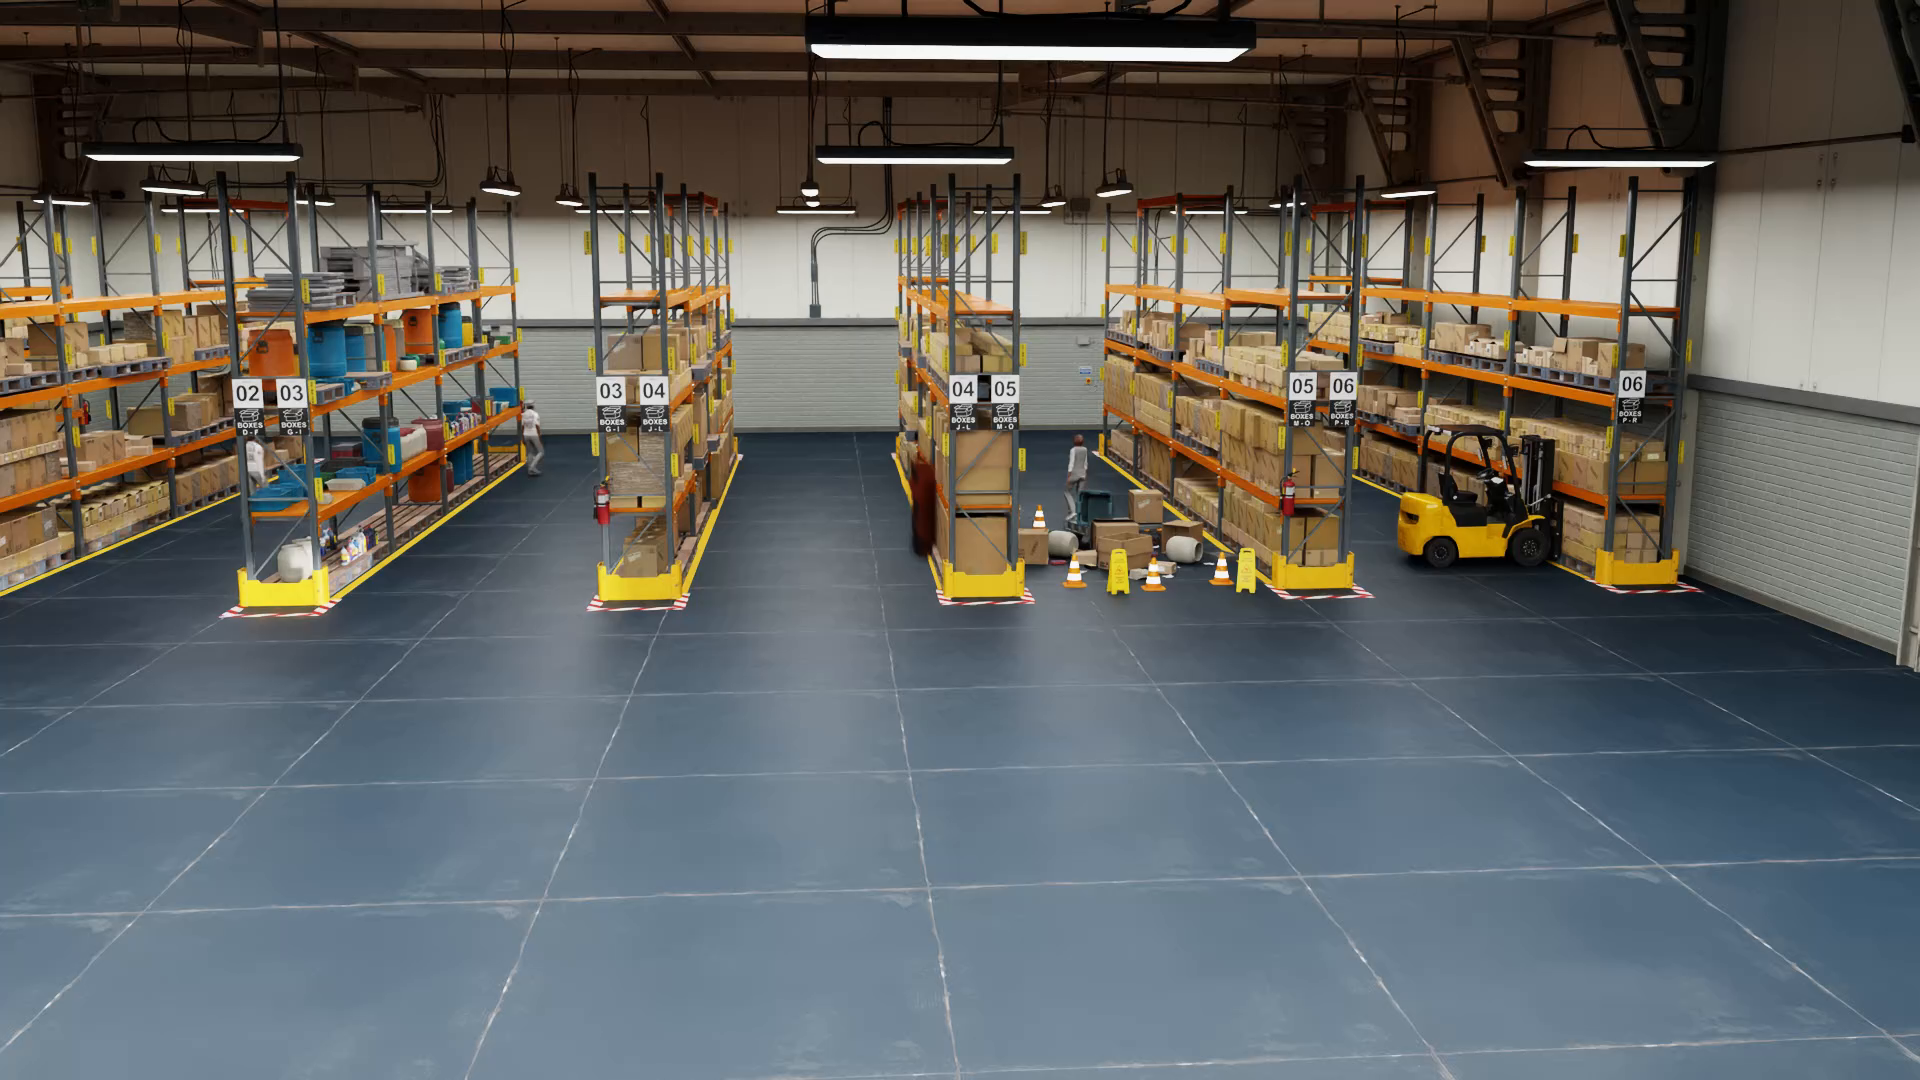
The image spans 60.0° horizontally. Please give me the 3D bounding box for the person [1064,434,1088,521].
[{"bbox_3d":[2.161,-1.150,30.659,0.446,1.614,0.371,-6,12,-31],"label":"person"}]

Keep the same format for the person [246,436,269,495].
[{"bbox_3d":[-13.091,-1.217,30.774,0.512,1.675,0.452,4,11,24],"label":"person"}]

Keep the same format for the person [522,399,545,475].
[{"bbox_3d":[-9.464,-2.254,36.681,0.497,1.672,0.472,5,11,25],"label":"person"}]
